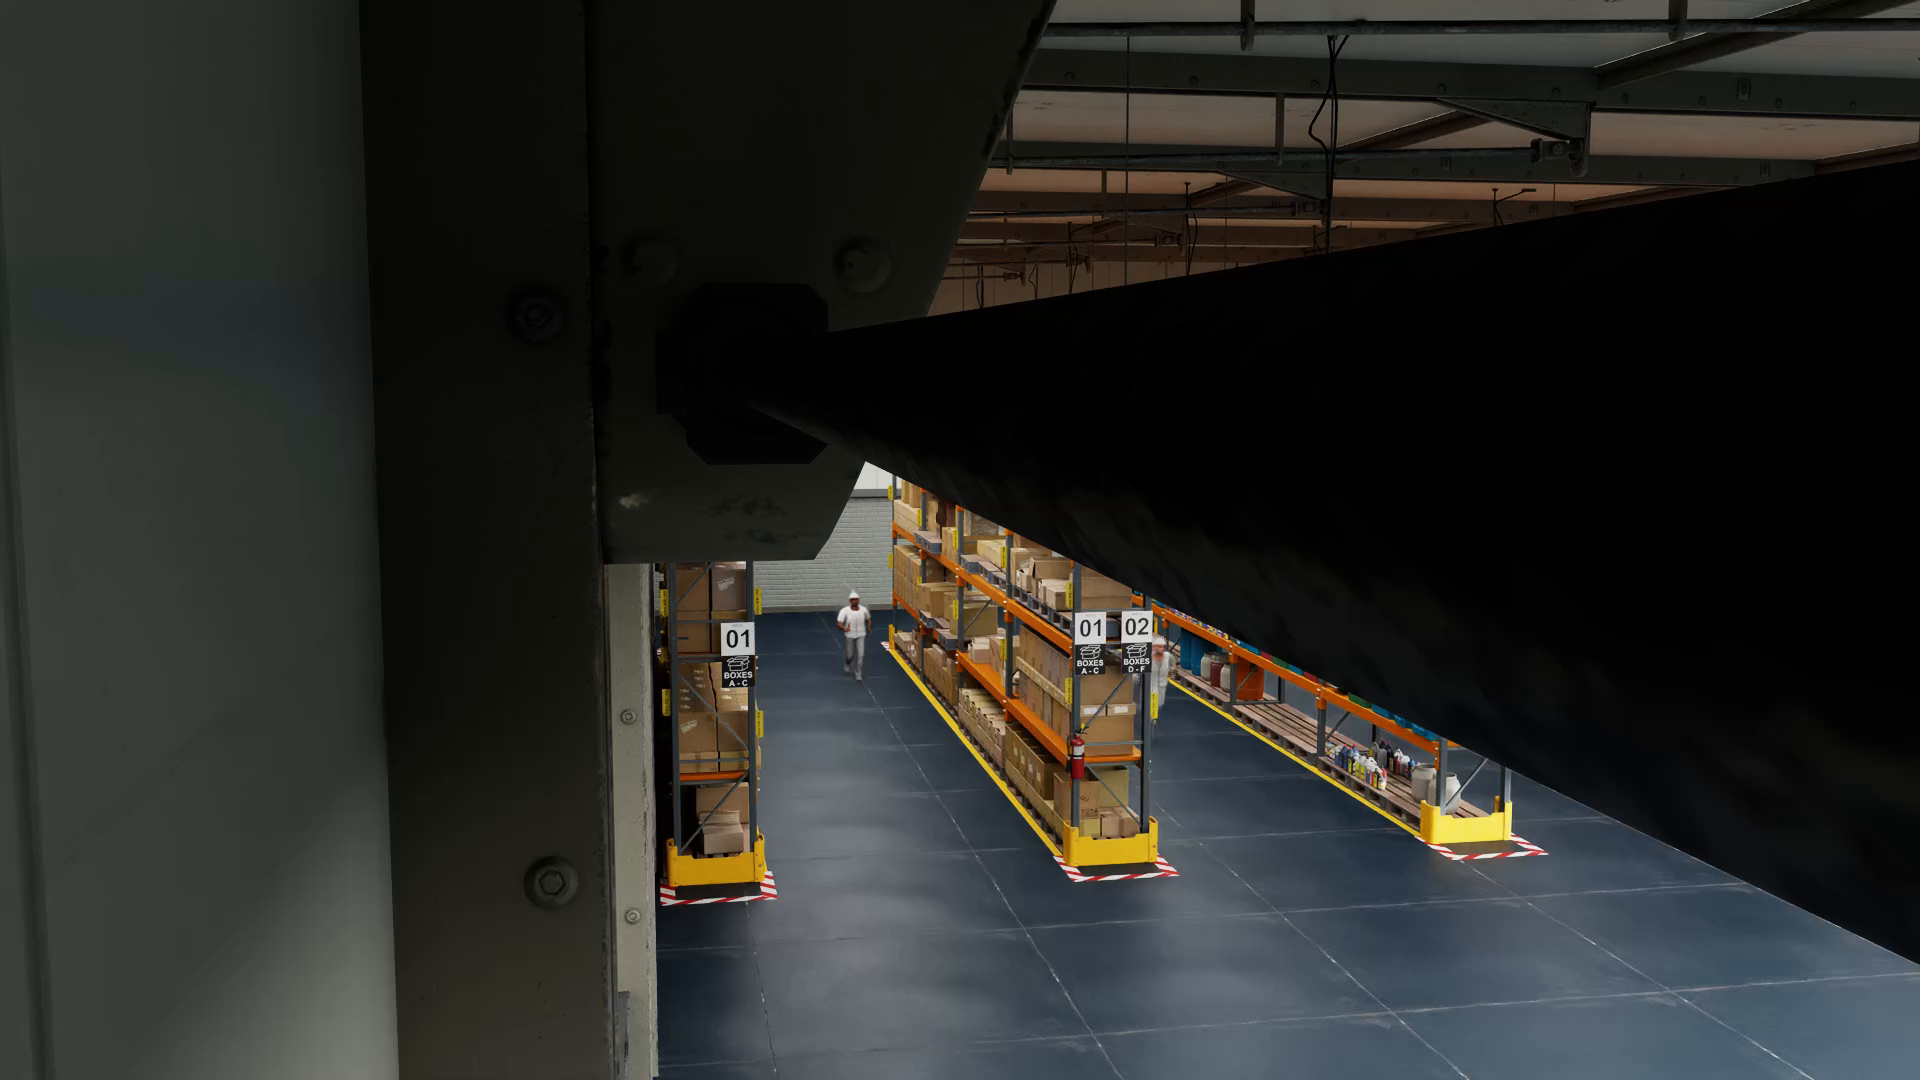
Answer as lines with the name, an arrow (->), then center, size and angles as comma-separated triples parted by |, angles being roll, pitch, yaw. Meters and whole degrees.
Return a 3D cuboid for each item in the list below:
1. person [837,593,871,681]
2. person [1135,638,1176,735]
person -> -2.092, 1.905, 33.025 | 0.695, 1.733, 0.791 | -2, 6, -15
person -> 3.273, 2.449, 27.830 | 0.642, 1.700, 0.886 | -2, 6, -17
